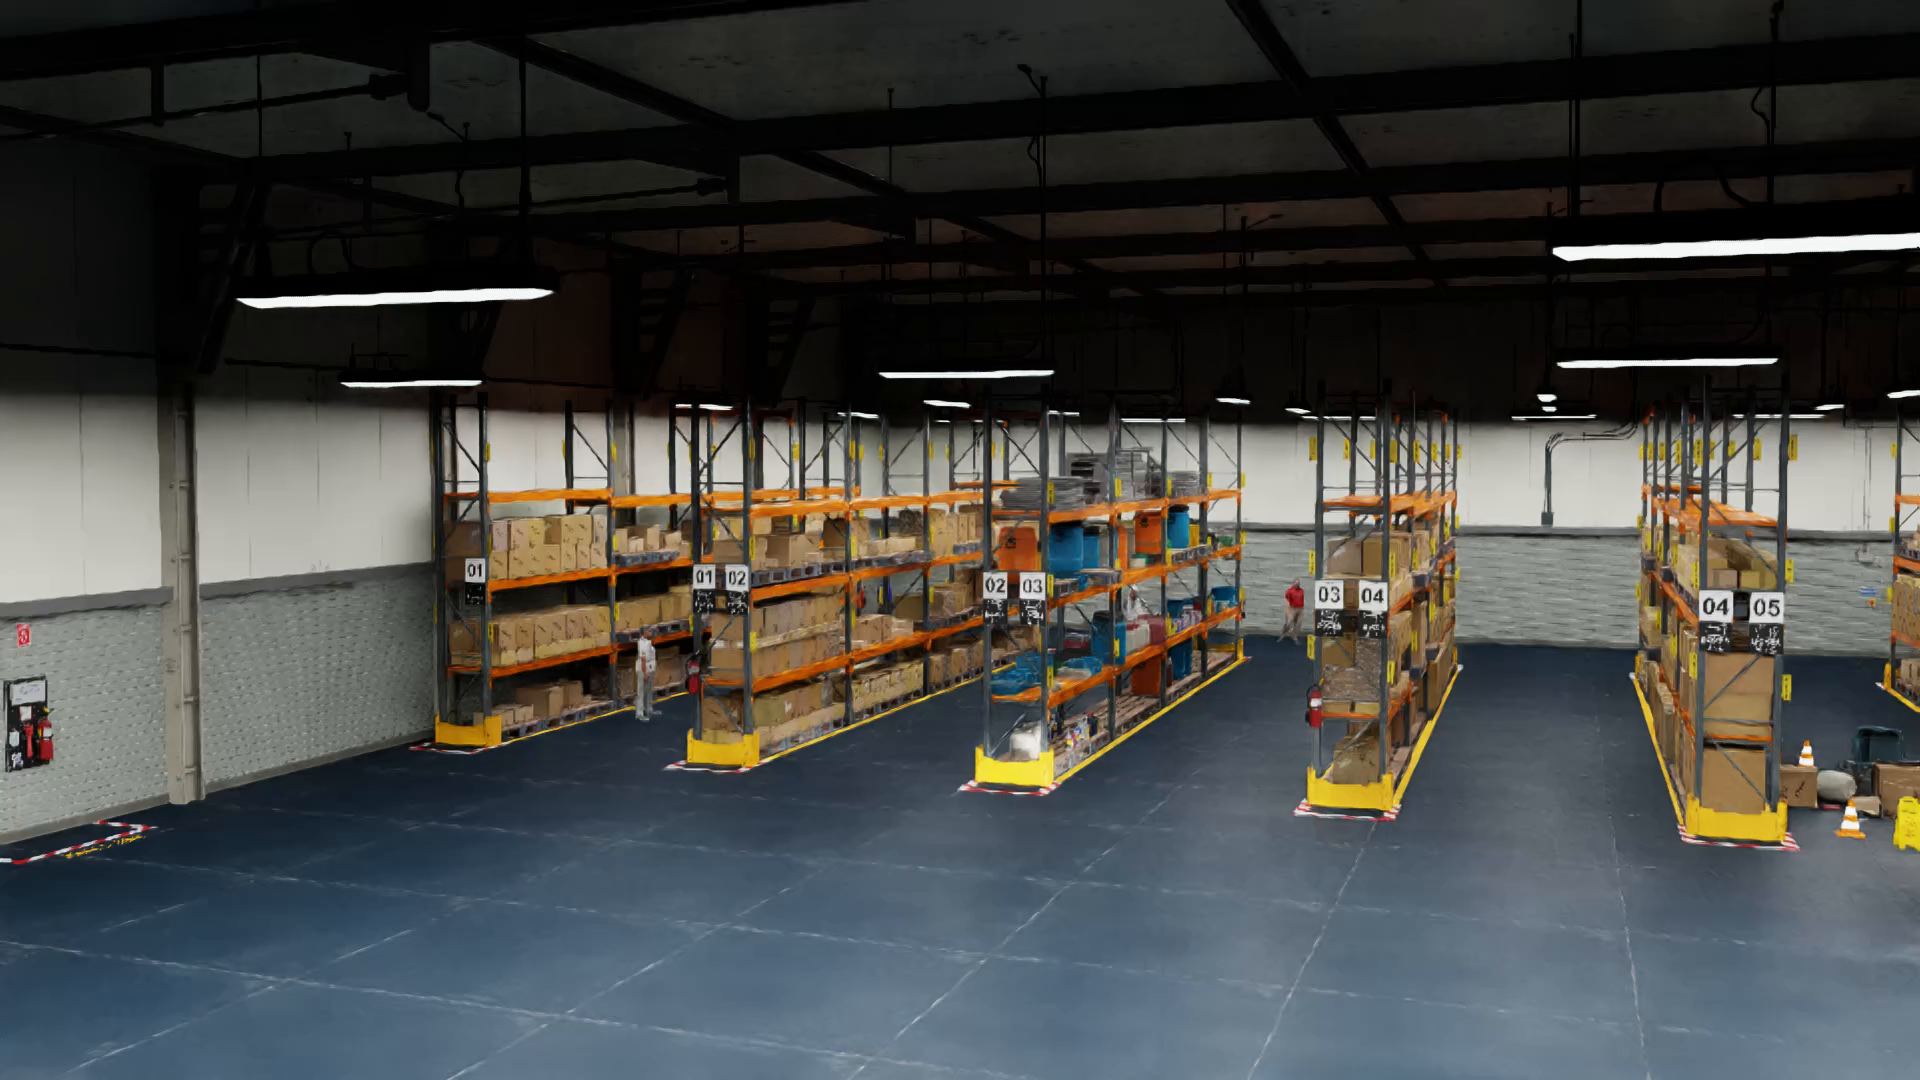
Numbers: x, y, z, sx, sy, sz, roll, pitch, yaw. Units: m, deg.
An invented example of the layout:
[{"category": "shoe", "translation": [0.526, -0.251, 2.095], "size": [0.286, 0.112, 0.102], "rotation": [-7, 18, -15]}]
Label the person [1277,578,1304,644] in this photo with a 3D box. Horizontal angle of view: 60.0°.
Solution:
[{"category": "person", "translation": [8.629, 1.837, 43.290], "size": [0.708, 1.717, 0.539], "rotation": [-1, 3, -21]}]

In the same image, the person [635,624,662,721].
[{"category": "person", "translation": [-5.832, 2.454, 31.069], "size": [0.492, 1.767, 0.626], "rotation": [0, 3, -6]}]

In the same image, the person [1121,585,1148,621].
[{"category": "person", "translation": [4.301, 1.965, 40.998], "size": [0.677, 1.726, 0.574], "rotation": [1, 3, 18]}]

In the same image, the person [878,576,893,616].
[{"category": "person", "translation": [-2.137, 1.774, 45.272], "size": [0.650, 1.656, 0.454], "rotation": [-2, 4, -31]}]
